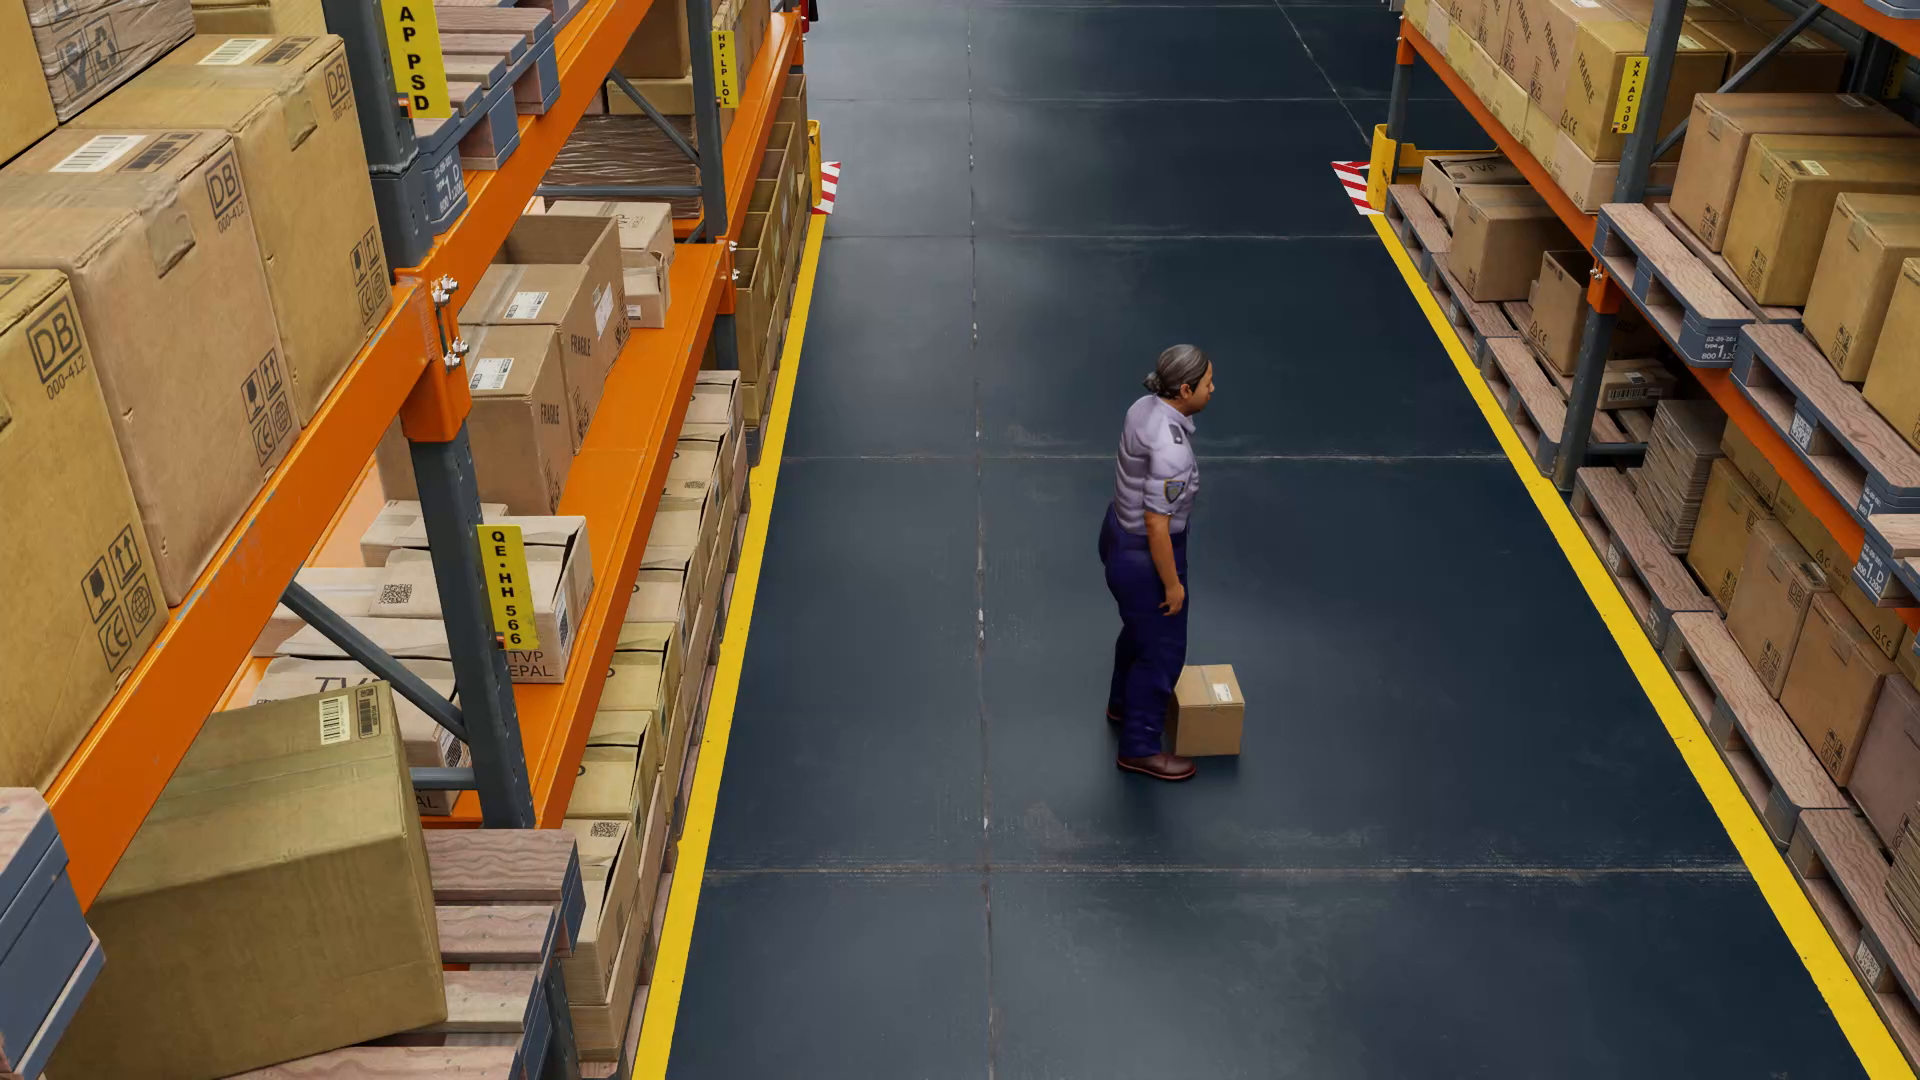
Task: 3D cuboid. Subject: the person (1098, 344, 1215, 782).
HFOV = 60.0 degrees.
[{"bbox_3d":[0.701,0.064,6.040,0.371,1.651,0.562,-2,32,-3],"label":"person"}]
